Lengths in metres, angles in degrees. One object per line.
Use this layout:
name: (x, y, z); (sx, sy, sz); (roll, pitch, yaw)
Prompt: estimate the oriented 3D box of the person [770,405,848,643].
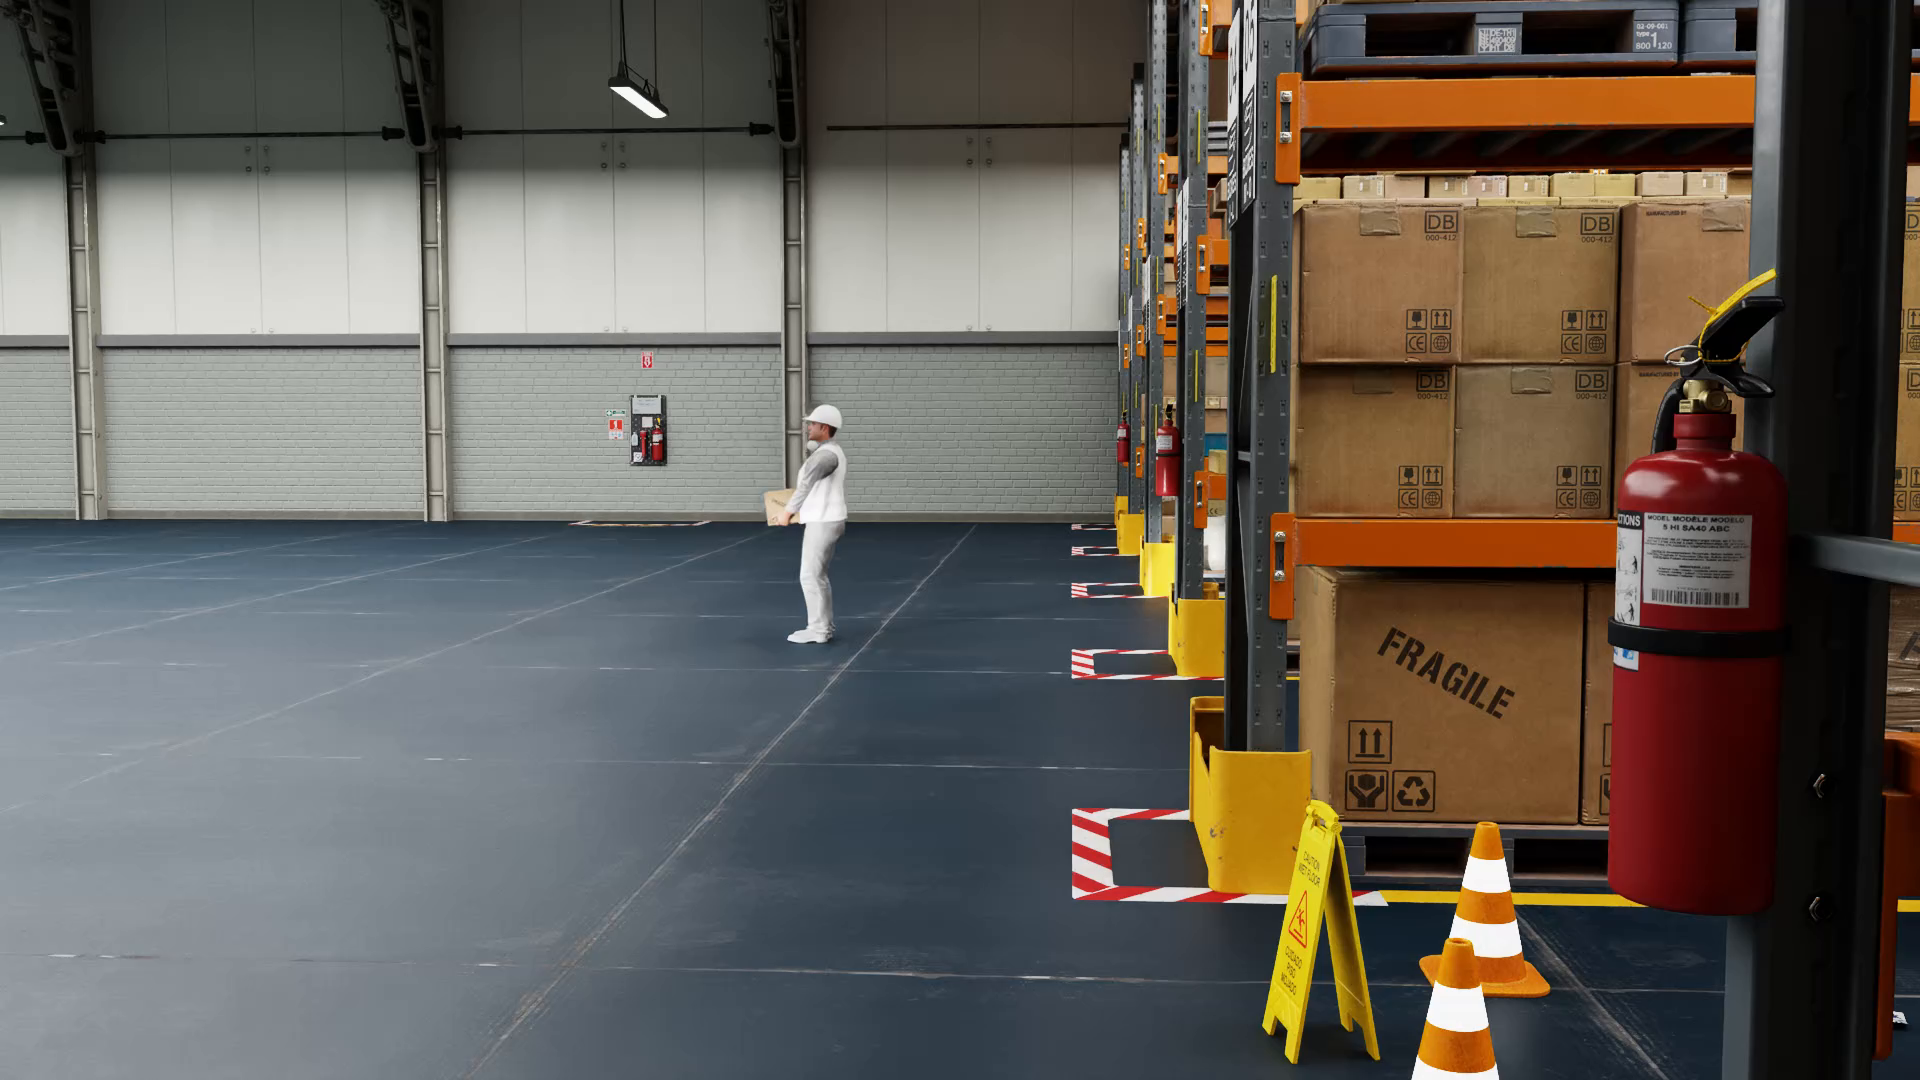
person: (-1.127, -0.123, 12.444); (0.556, 1.770, 0.495); (0, 4, 4)
